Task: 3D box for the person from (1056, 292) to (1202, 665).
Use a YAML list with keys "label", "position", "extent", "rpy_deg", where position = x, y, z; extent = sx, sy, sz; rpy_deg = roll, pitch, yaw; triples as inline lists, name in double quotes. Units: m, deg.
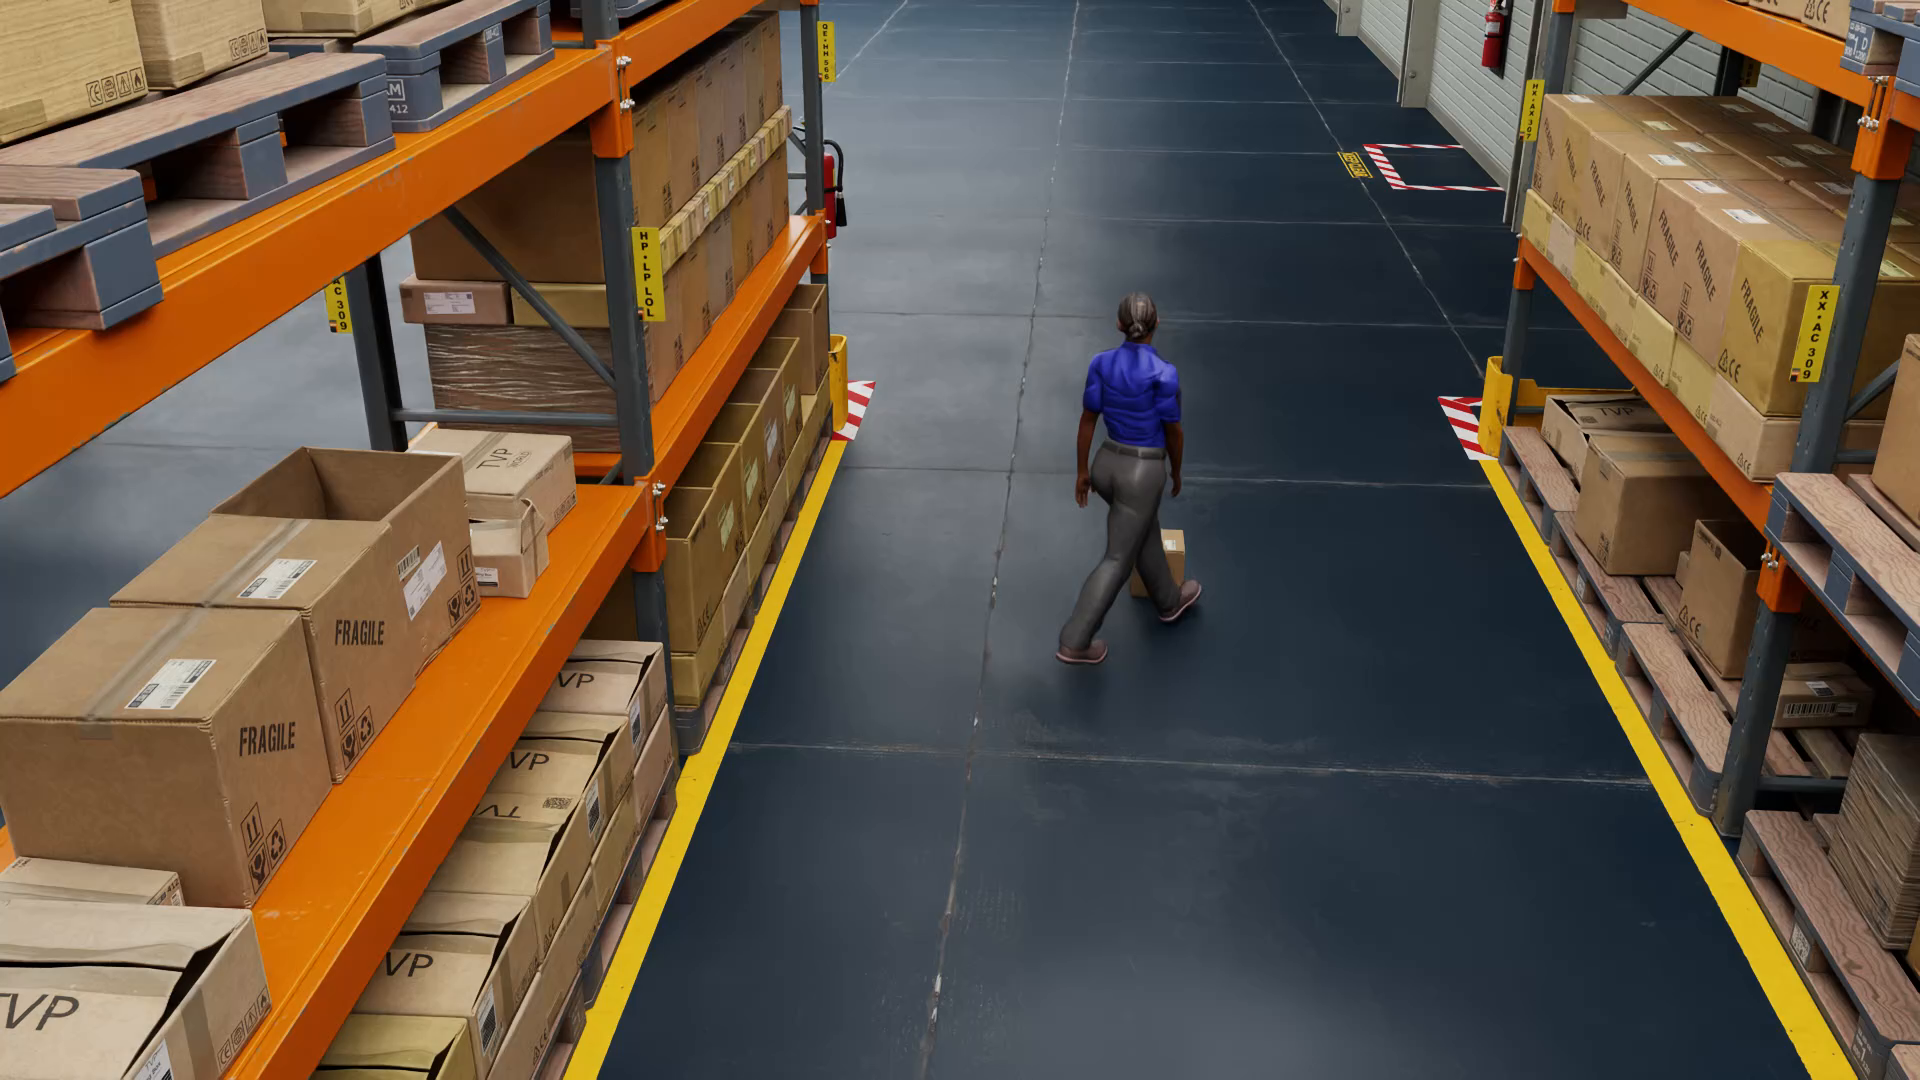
- label: "person"
  position: [0.733, -0.293, 7.278]
  extent: [1.029, 1.602, 0.433]
  rpy_deg: [-20, 32, -37]
